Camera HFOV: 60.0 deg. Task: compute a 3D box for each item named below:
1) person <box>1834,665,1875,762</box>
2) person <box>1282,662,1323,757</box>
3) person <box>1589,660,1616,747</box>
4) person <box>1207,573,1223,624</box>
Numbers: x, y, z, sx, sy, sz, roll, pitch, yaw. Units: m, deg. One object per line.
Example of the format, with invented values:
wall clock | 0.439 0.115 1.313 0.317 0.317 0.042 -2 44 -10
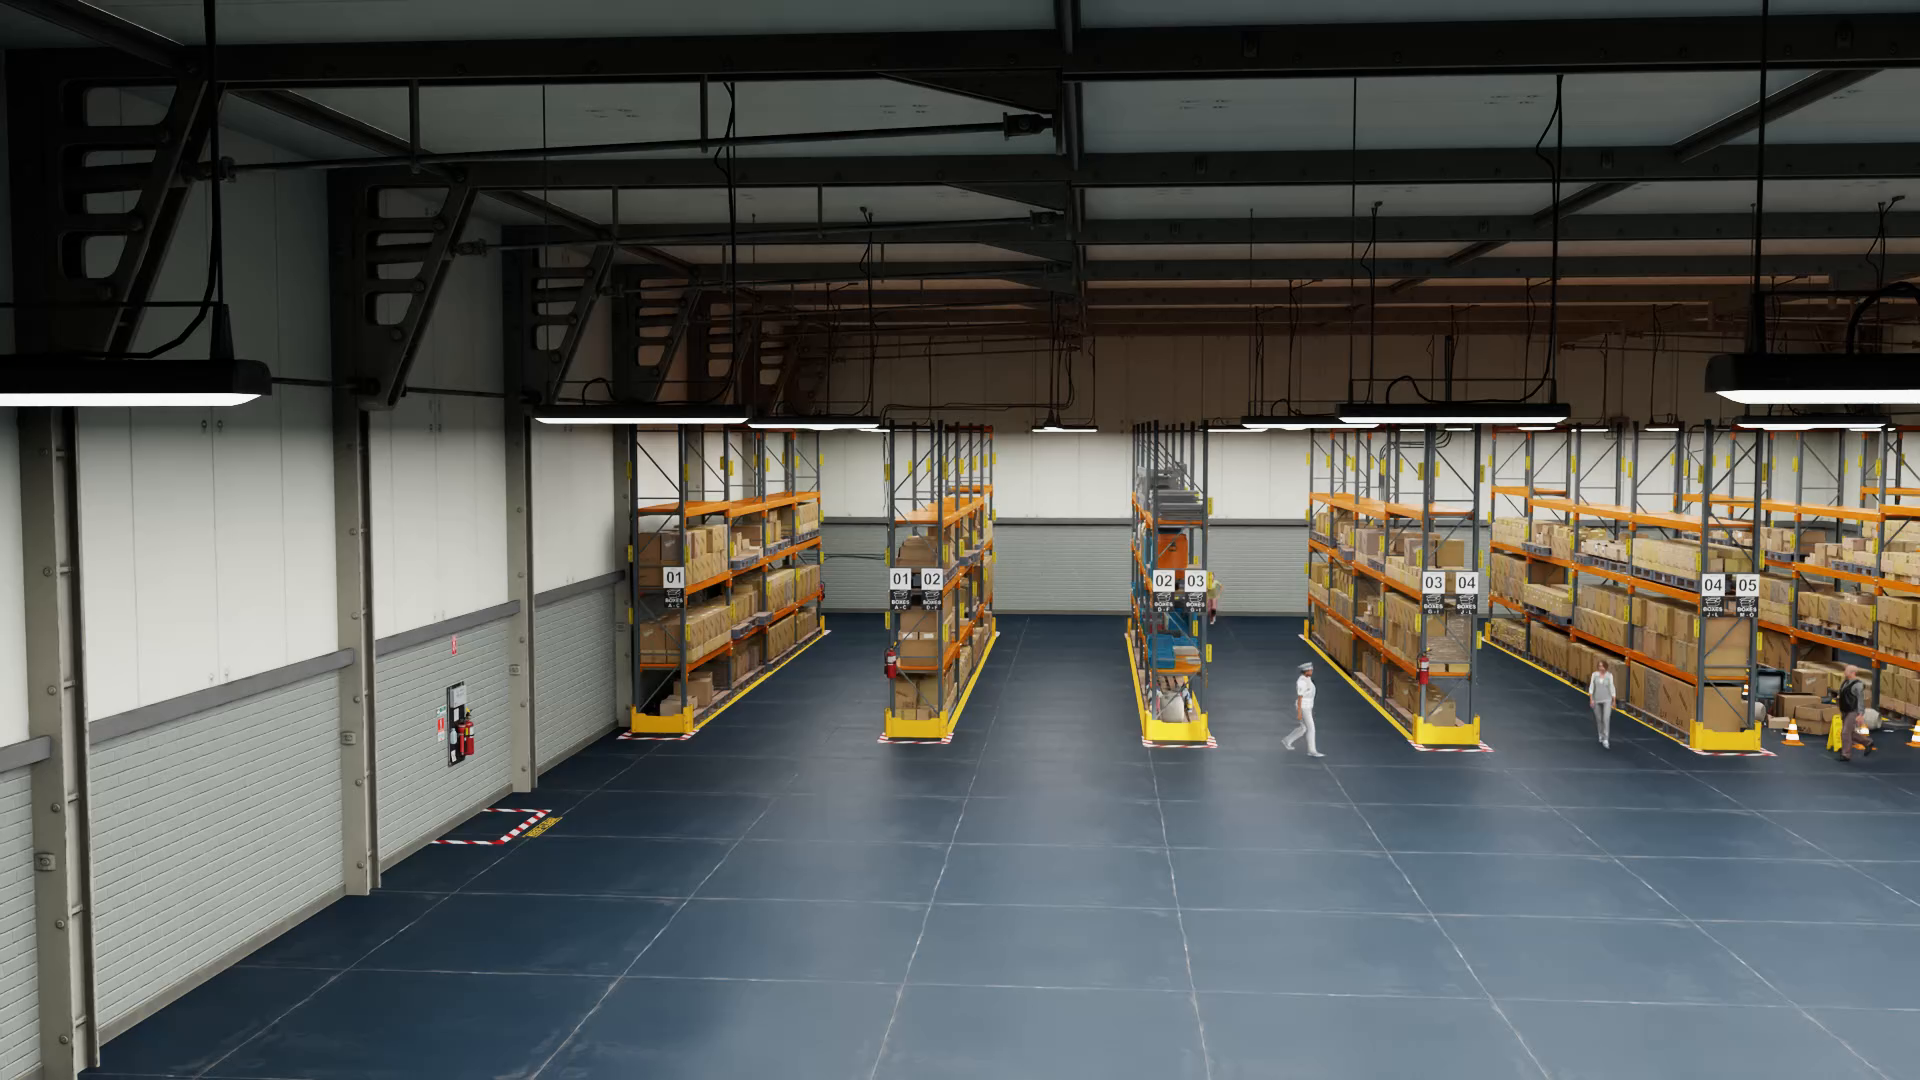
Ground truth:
person | 15.680 3.025 29.111 0.818 1.696 0.558 0 4 -3
person | 6.150 3.010 29.786 0.821 1.654 0.490 2 4 28
person | 11.802 2.983 30.594 0.448 1.563 0.856 2 4 33
person | 7.625 1.764 50.152 0.624 1.580 0.677 1 4 13
